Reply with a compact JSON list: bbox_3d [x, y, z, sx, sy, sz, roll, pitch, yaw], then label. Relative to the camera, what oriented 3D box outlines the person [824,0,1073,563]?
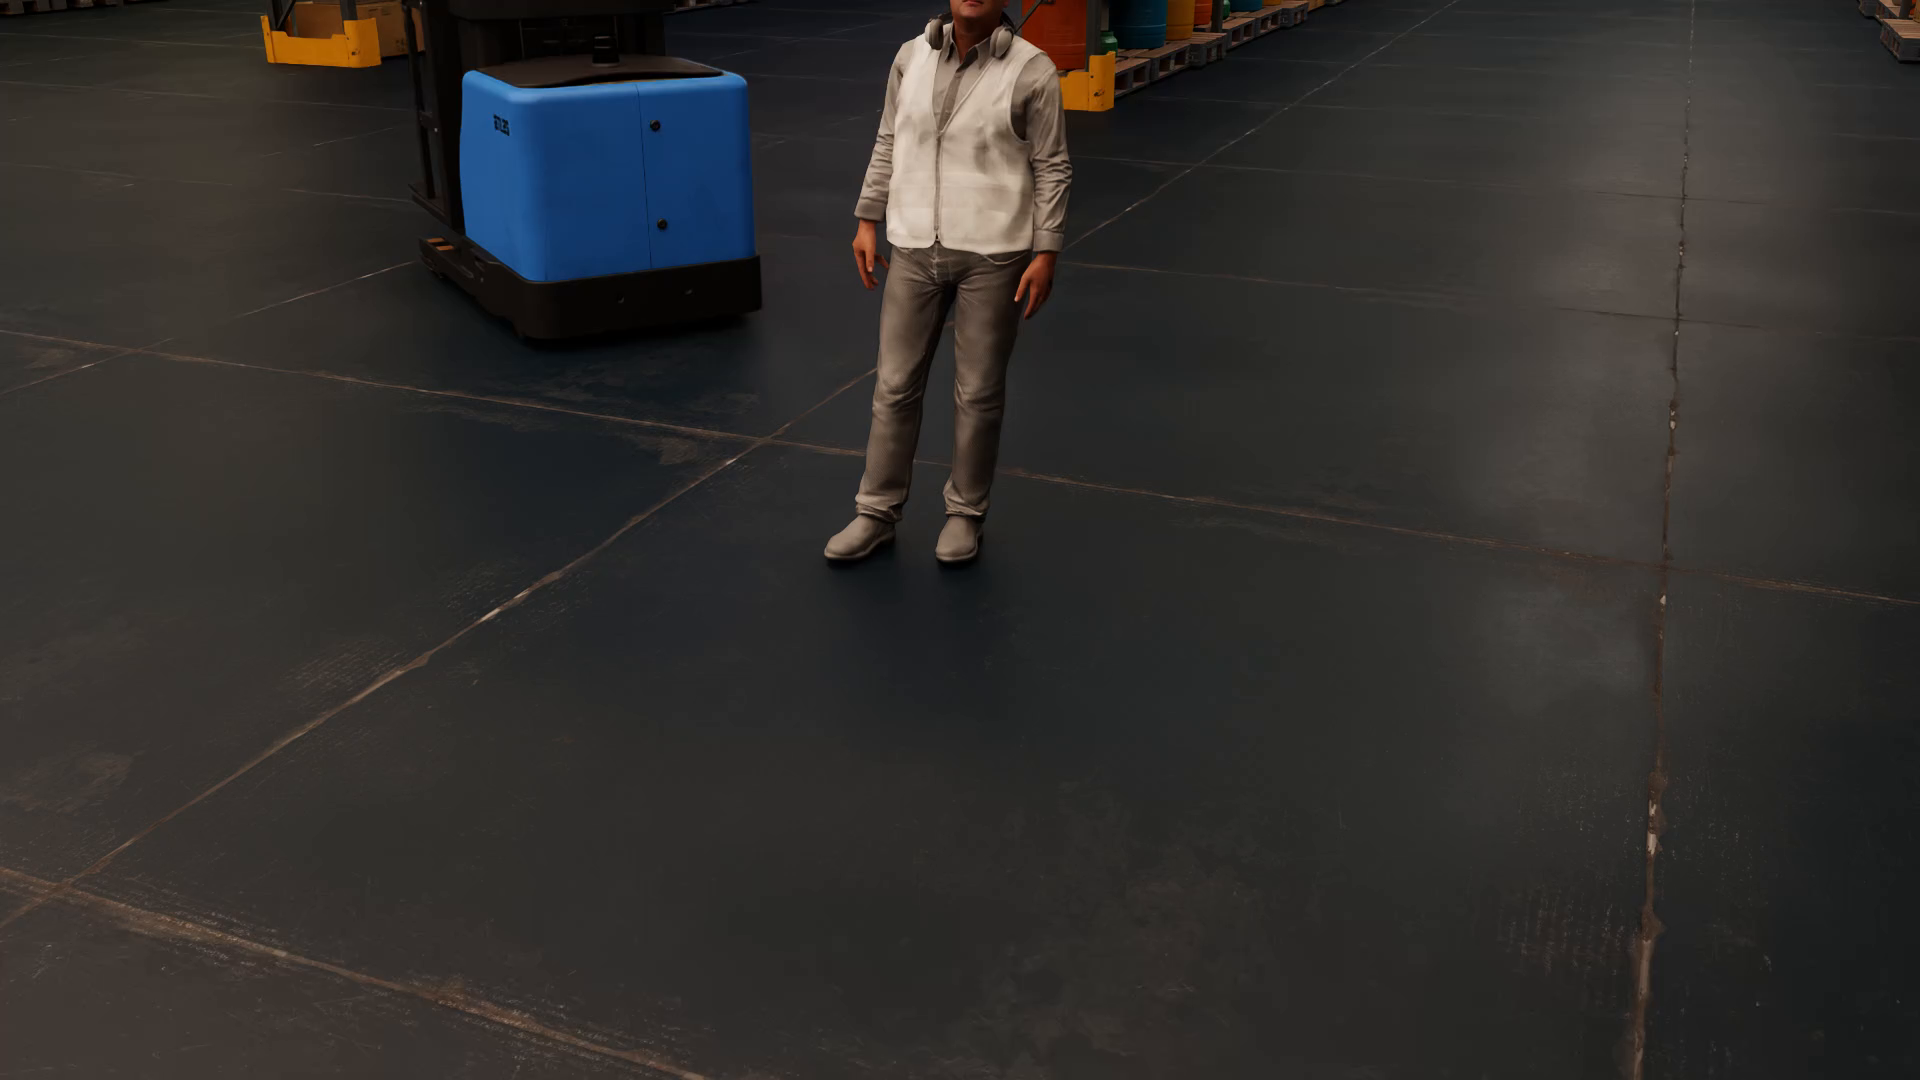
[{"bbox_3d":[-0.034,-0.802,4.699,0.626,1.770,0.566,9,24,21],"label":"person"}]

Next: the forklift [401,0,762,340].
[{"bbox_3d":[-2.044,-2.708,7.772,1.130,2.935,3.031,-12,26,-27],"label":"forklift"}]
